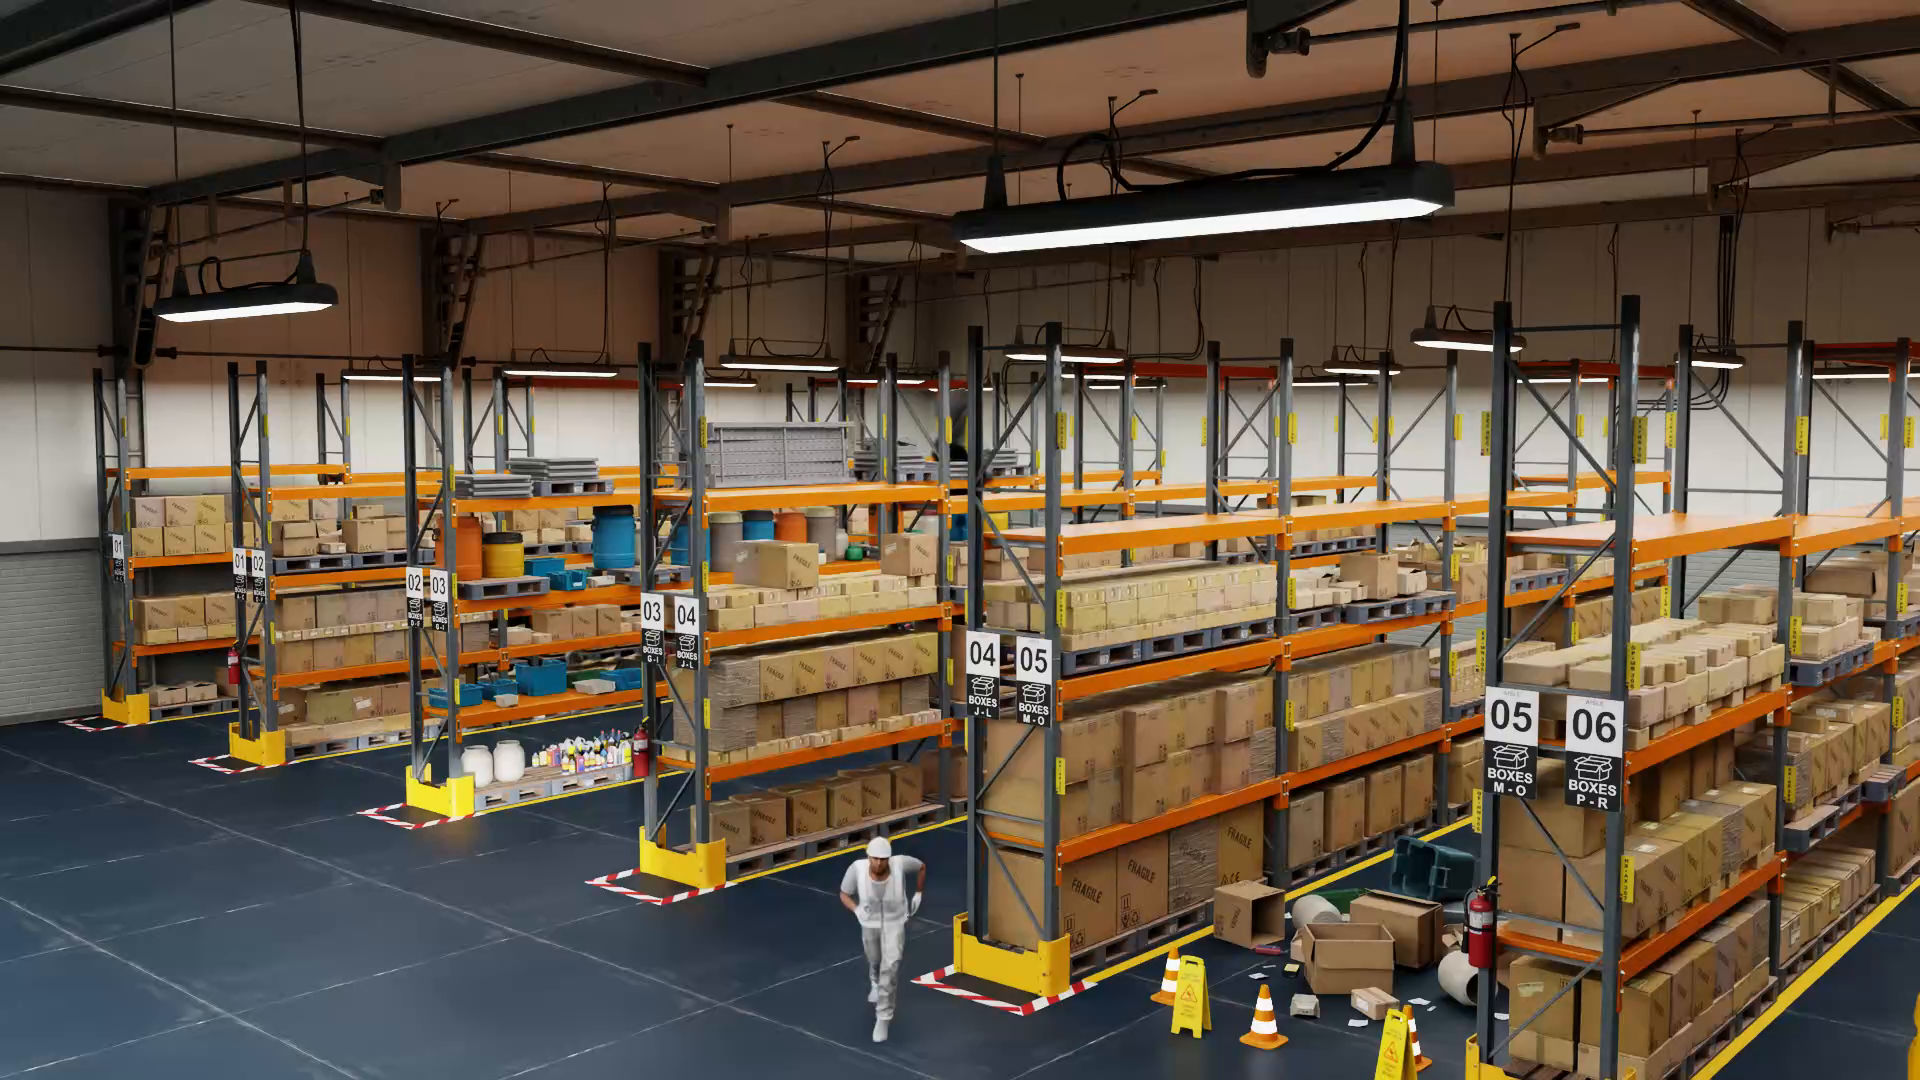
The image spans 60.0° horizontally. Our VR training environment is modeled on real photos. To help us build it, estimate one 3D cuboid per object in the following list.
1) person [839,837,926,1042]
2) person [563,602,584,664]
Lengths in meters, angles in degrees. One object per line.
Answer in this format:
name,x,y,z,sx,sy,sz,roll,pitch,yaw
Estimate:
person,-0.657,3.298,14.181,0.730,1.733,1.040,0,4,-2
person,-7.491,1.907,32.183,0.640,1.796,0.890,3,5,38
